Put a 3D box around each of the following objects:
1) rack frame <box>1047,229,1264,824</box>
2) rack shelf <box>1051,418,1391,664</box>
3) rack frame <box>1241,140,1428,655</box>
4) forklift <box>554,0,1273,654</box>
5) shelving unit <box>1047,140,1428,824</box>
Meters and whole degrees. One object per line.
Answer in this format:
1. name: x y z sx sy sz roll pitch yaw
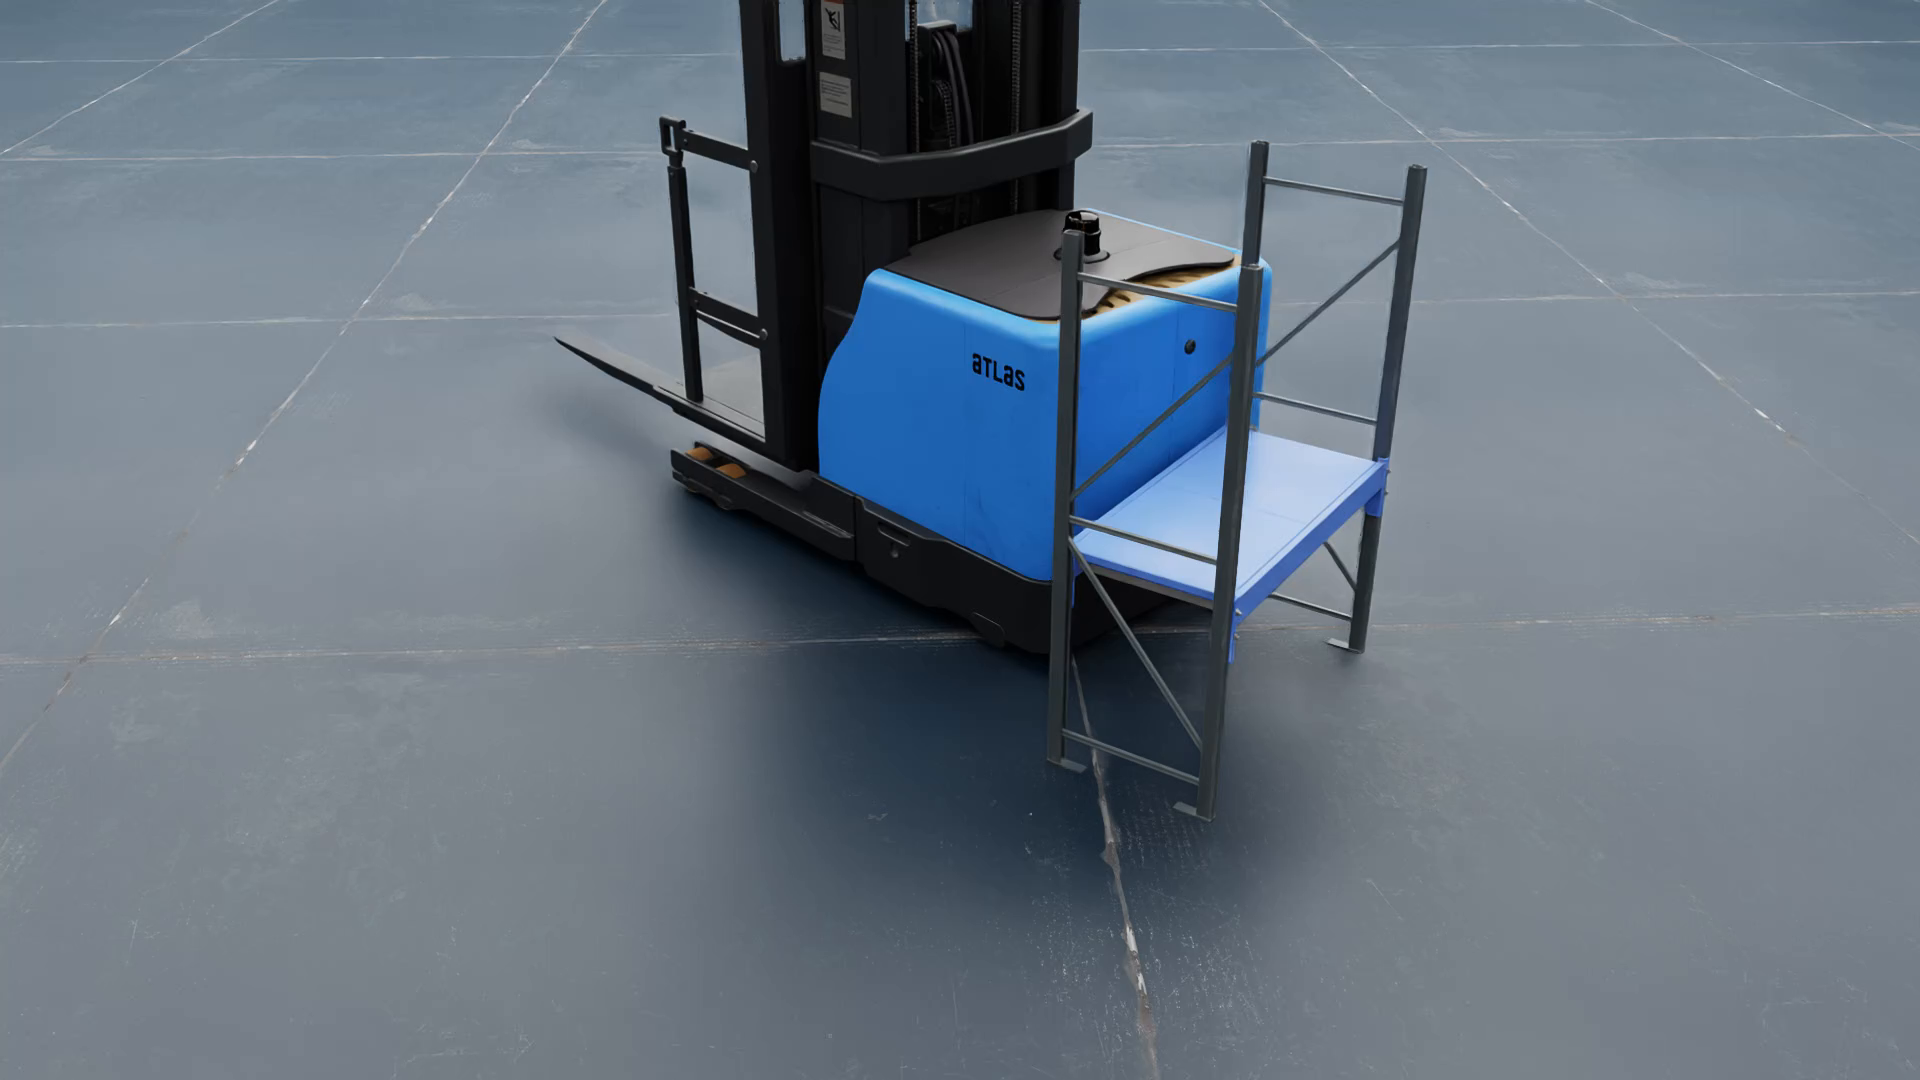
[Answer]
1. rack frame: 0.454 0.004 4.120 0.500 1.500 0.032 17 32 30
2. rack shelf: 0.740 -0.031 4.576 0.538 0.185 1.000 17 32 30
3. rack frame: 1.026 -0.385 4.866 0.500 1.500 0.032 17 32 30
4. forklift: -0.404 -1.550 5.553 1.130 2.935 3.031 -24 36 -38
5. shelving unit: 0.740 -0.190 4.493 0.538 1.500 1.048 17 32 30
